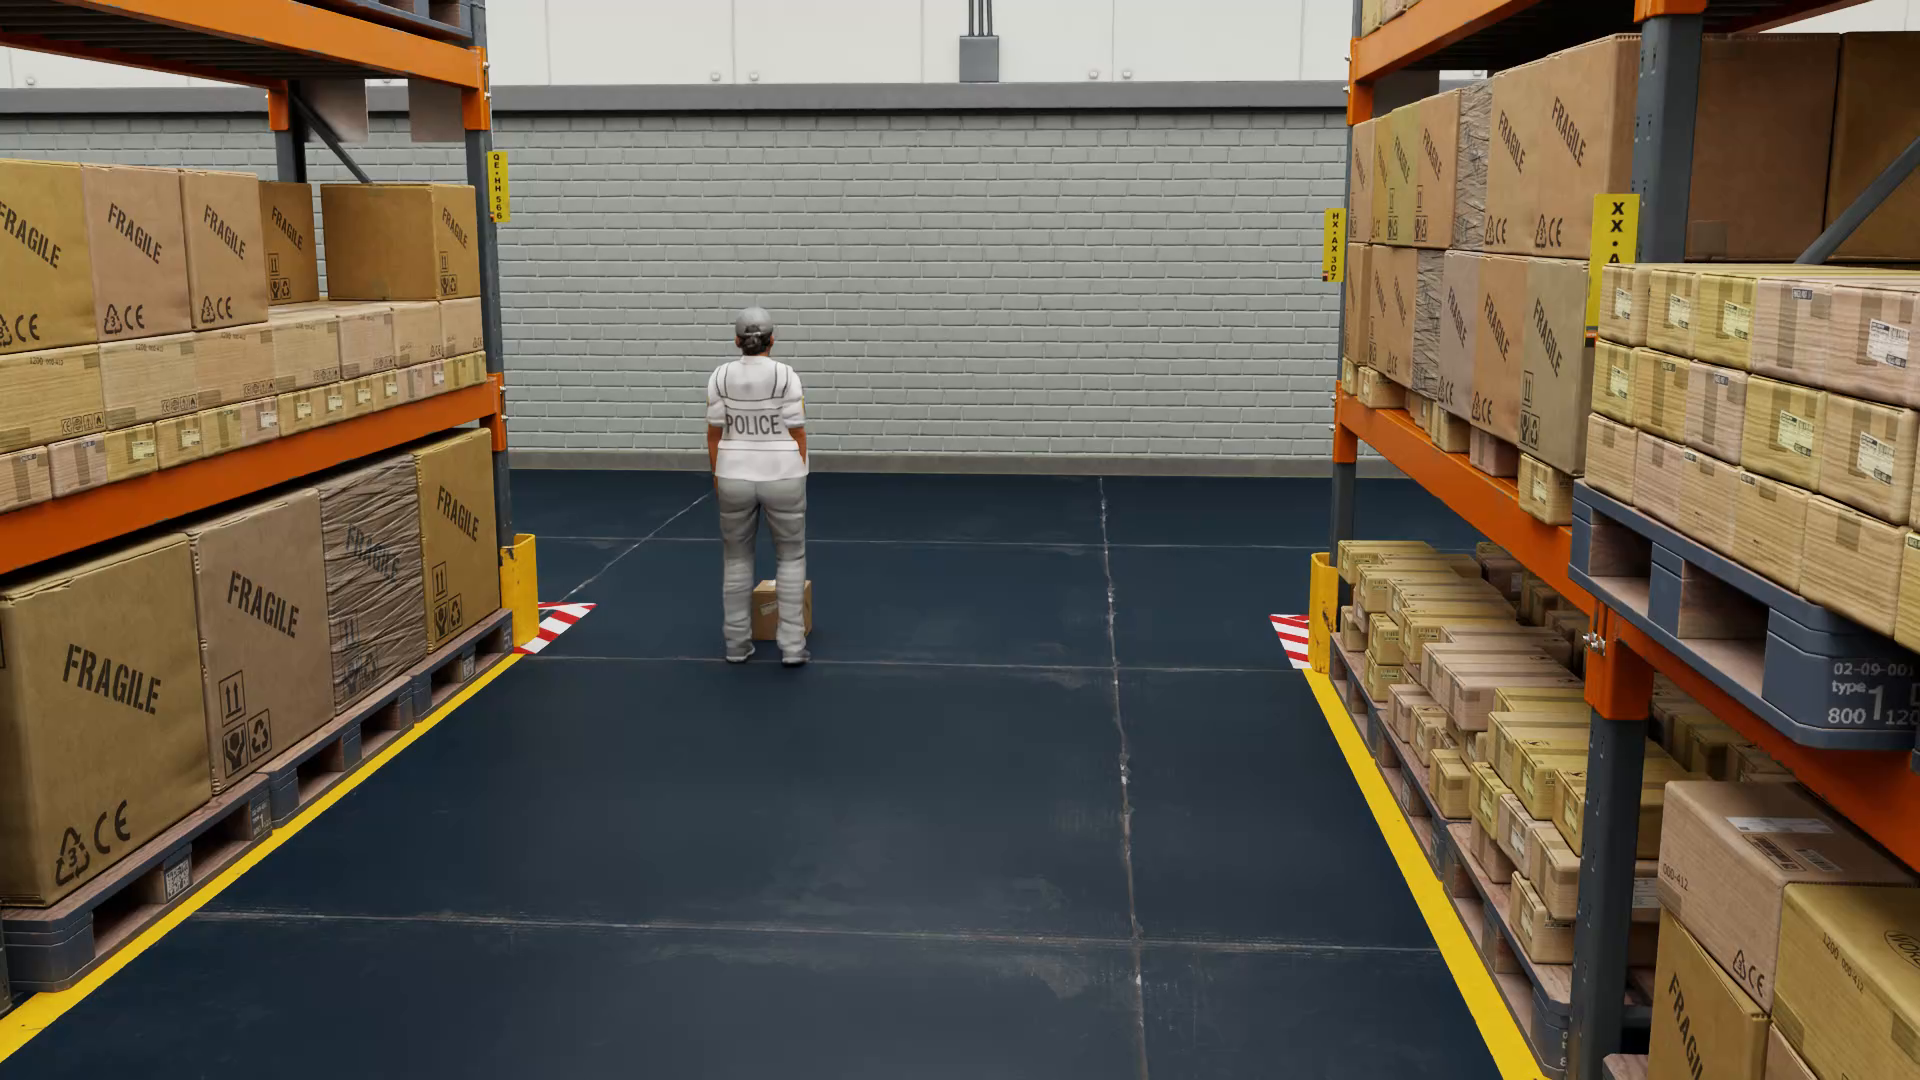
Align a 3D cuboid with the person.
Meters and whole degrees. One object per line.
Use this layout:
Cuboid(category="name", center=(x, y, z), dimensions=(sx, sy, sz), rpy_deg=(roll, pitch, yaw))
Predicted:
Cuboid(category="person", center=(-0.936, -0.240, 7.759), dimensions=(0.468, 1.684, 0.390), rpy_deg=(1, 11, 5))
